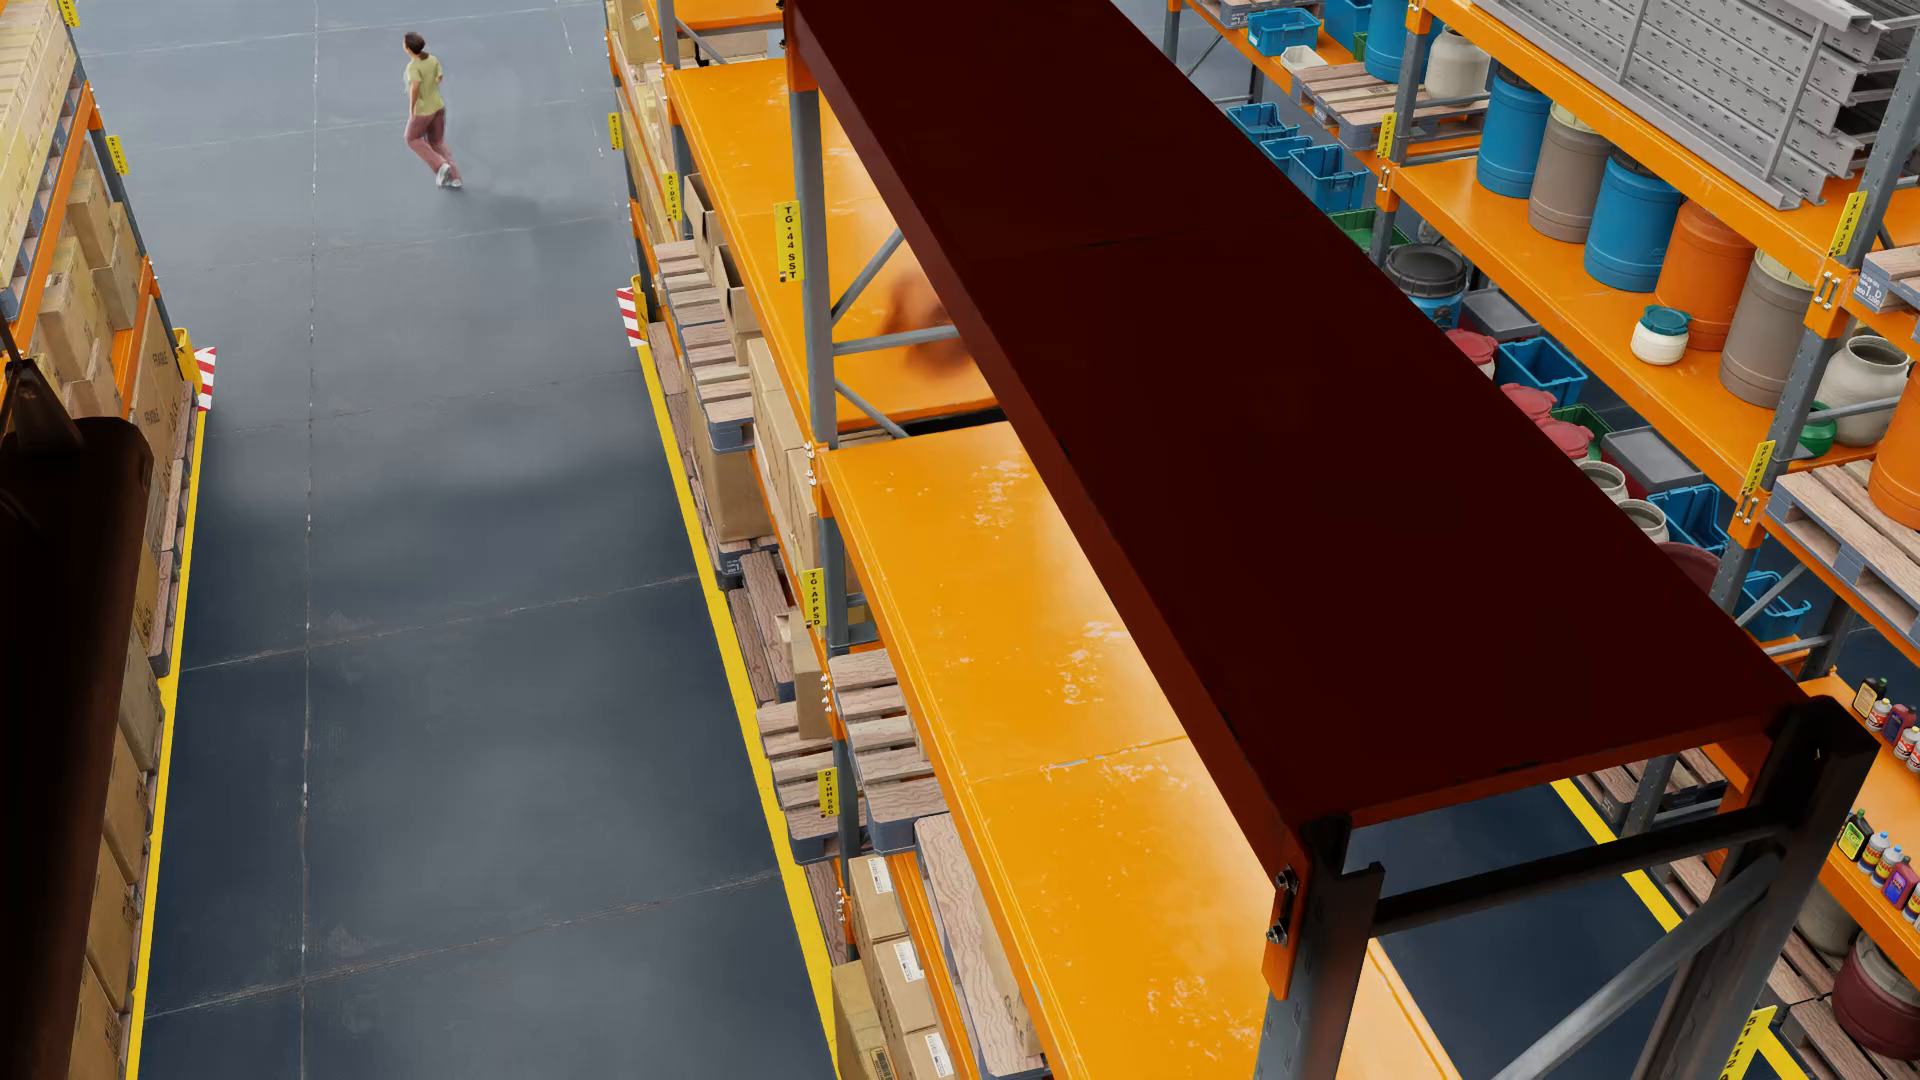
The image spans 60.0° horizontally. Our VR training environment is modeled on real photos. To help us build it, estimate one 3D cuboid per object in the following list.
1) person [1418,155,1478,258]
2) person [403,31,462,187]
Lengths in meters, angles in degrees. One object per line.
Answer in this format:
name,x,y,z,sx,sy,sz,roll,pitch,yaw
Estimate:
person,4.502,-3.081,15.301,0.715,1.738,0.597,-13,40,-16
person,-5.504,-4.409,17.066,0.562,1.633,0.604,17,42,21
